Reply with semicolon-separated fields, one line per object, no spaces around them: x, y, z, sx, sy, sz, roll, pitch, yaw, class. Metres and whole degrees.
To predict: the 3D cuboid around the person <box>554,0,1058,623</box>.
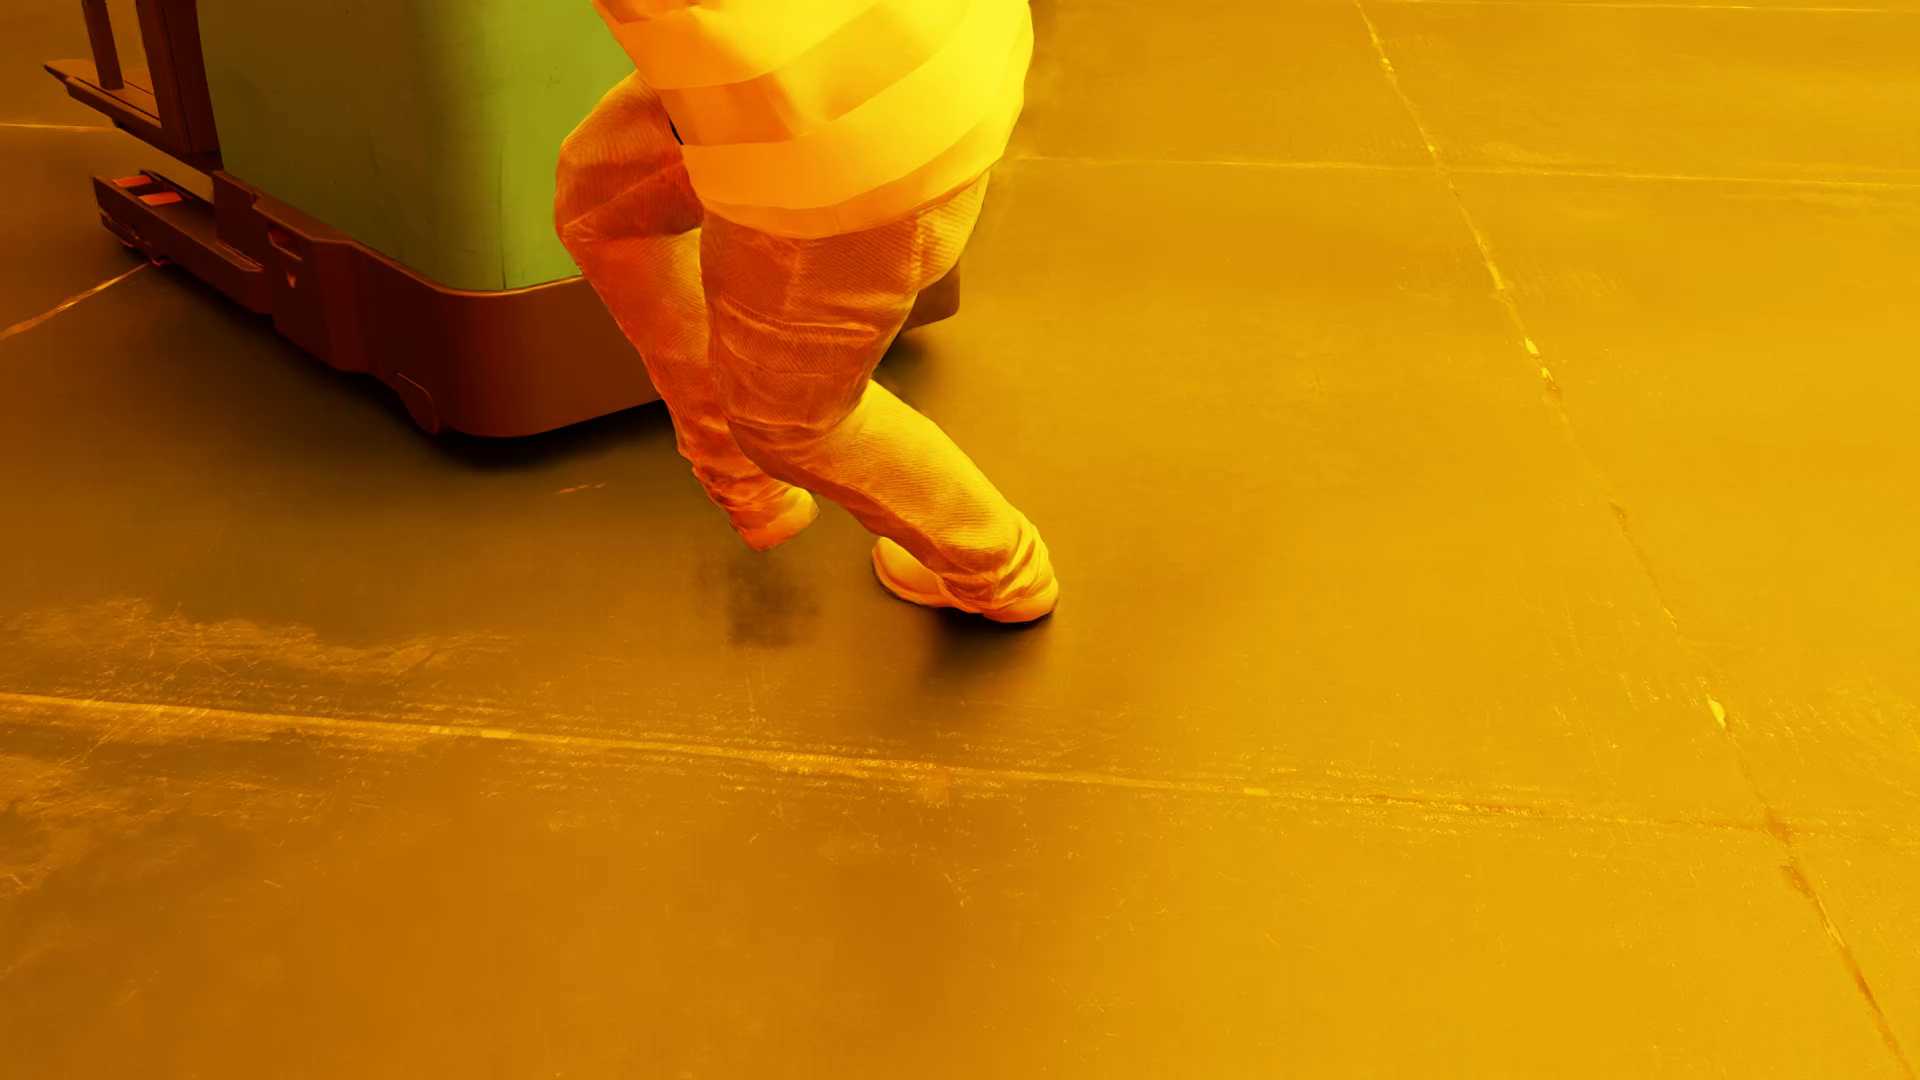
-0.330;-0.513;1.829;0.899;1.529;1.023;10;28;18;person

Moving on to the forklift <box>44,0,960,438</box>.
-1.346;-2.054;3.334;1.130;2.935;3.031;-21;33;-36;forklift
